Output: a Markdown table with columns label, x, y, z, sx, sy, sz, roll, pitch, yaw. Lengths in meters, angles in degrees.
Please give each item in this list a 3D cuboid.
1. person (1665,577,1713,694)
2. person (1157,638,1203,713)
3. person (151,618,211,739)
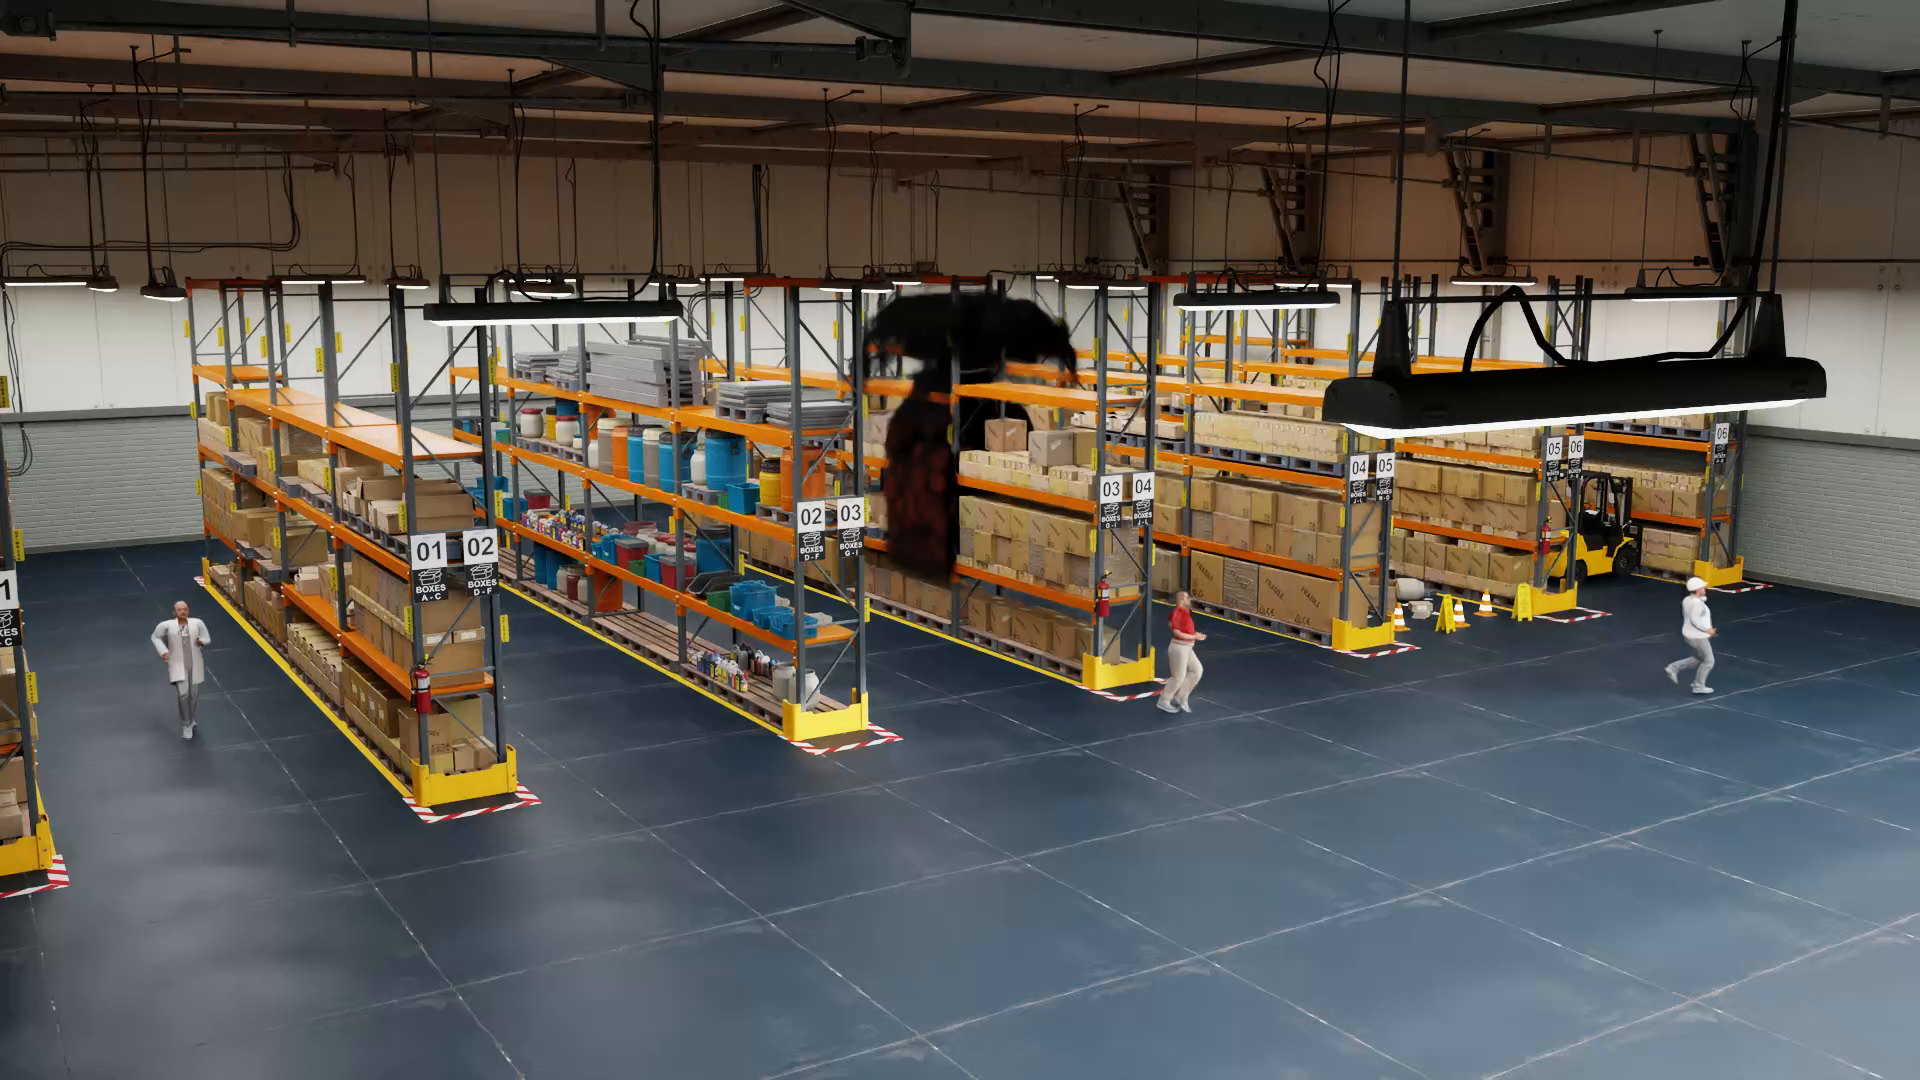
| label | x | y | z | sx | sy | sz | roll | pitch | yaw |
| --- | --- | --- | --- | --- | --- | --- | --- | --- | --- |
| person | 10.802 | 1.402 | 24.490 | 0.668 | 1.725 | 0.447 | 1 | 10 | 8 |
| person | 3.112 | 1.921 | 23.518 | 0.610 | 1.108 | 0.430 | 3 | 10 | 16 |
| person | -10.452 | 1.829 | 22.434 | 0.682 | 1.633 | 0.709 | -8 | 12 | -39 |
